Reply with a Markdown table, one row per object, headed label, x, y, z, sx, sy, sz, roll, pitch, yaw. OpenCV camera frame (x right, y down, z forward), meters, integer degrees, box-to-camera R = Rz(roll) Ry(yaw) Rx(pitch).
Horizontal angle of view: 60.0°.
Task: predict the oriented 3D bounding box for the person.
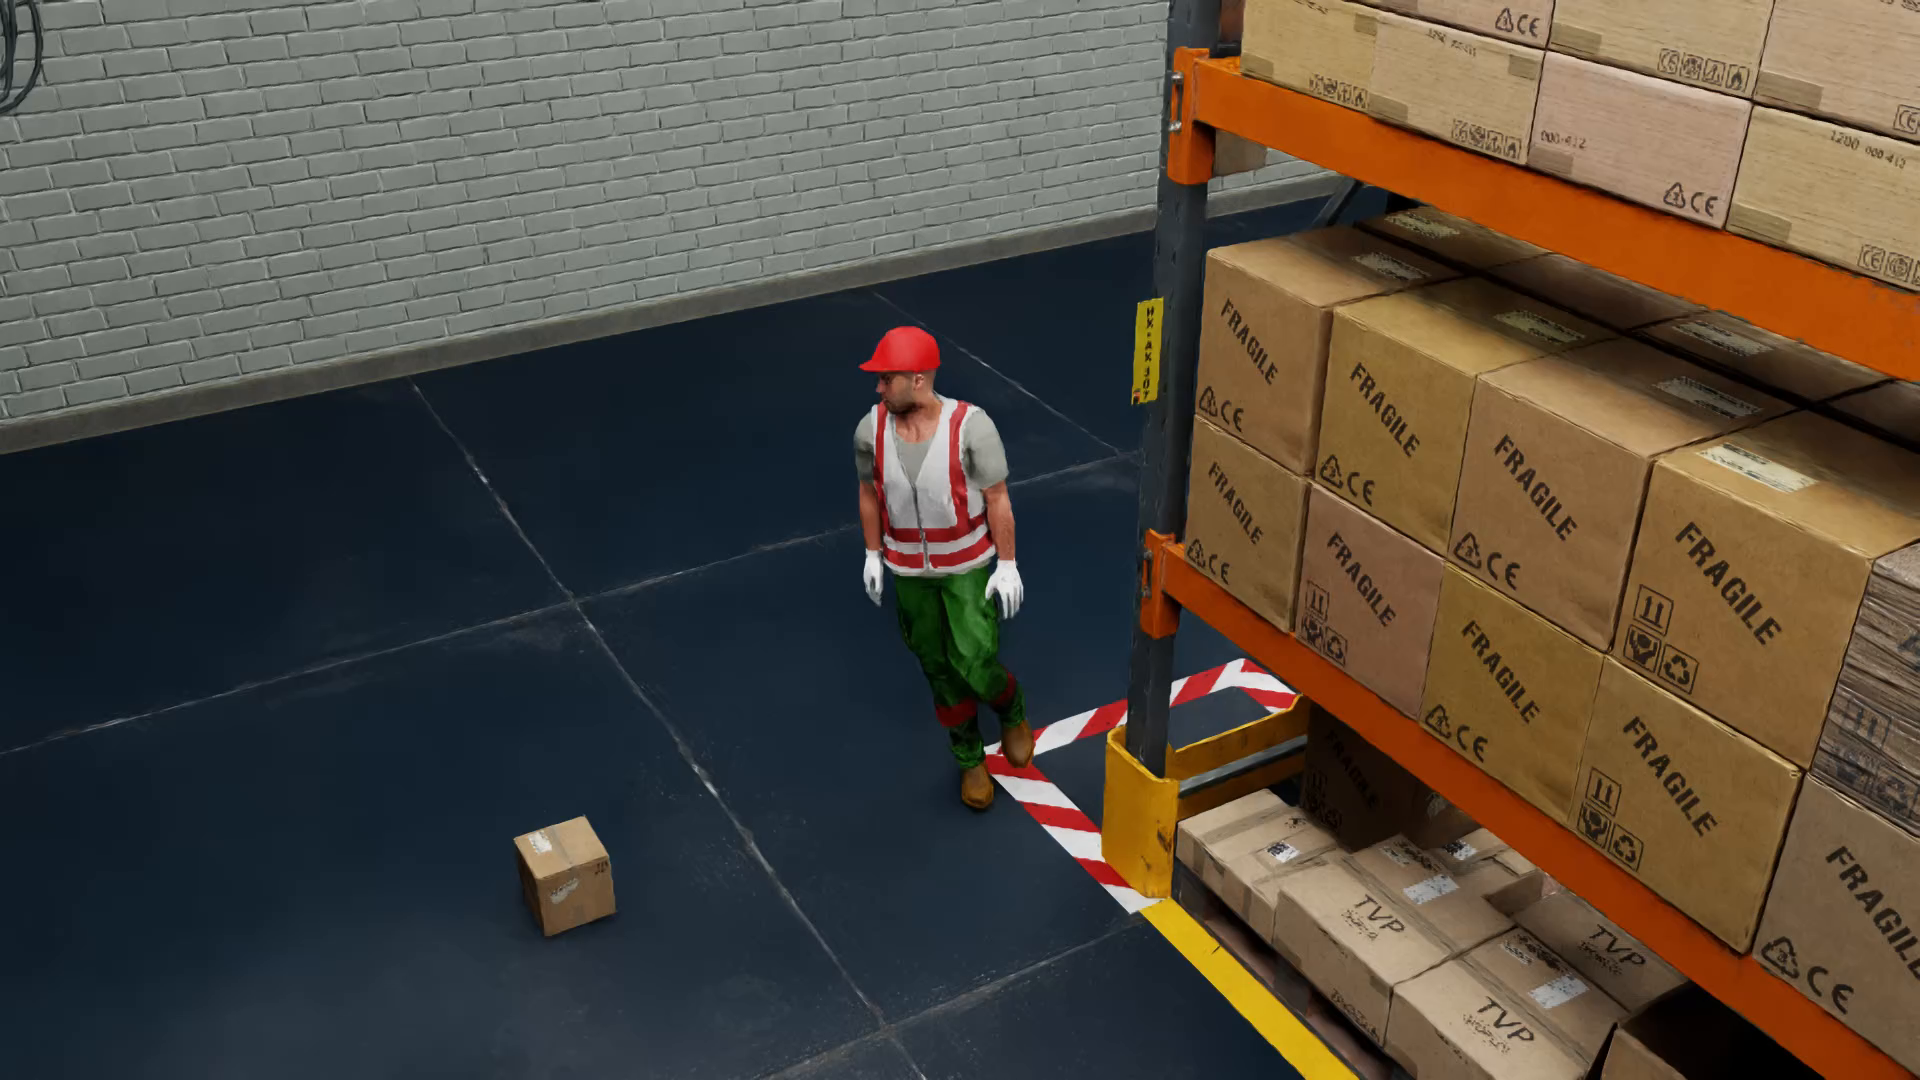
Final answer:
| label | x | y | z | sx | sy | sz | roll | pitch | yaw |
| --- | --- | --- | --- | --- | --- | --- | --- | --- | --- |
| person | -0.067 | 0.126 | 5.872 | 0.681 | 1.771 | 0.465 | 6 | 29 | 12 |
